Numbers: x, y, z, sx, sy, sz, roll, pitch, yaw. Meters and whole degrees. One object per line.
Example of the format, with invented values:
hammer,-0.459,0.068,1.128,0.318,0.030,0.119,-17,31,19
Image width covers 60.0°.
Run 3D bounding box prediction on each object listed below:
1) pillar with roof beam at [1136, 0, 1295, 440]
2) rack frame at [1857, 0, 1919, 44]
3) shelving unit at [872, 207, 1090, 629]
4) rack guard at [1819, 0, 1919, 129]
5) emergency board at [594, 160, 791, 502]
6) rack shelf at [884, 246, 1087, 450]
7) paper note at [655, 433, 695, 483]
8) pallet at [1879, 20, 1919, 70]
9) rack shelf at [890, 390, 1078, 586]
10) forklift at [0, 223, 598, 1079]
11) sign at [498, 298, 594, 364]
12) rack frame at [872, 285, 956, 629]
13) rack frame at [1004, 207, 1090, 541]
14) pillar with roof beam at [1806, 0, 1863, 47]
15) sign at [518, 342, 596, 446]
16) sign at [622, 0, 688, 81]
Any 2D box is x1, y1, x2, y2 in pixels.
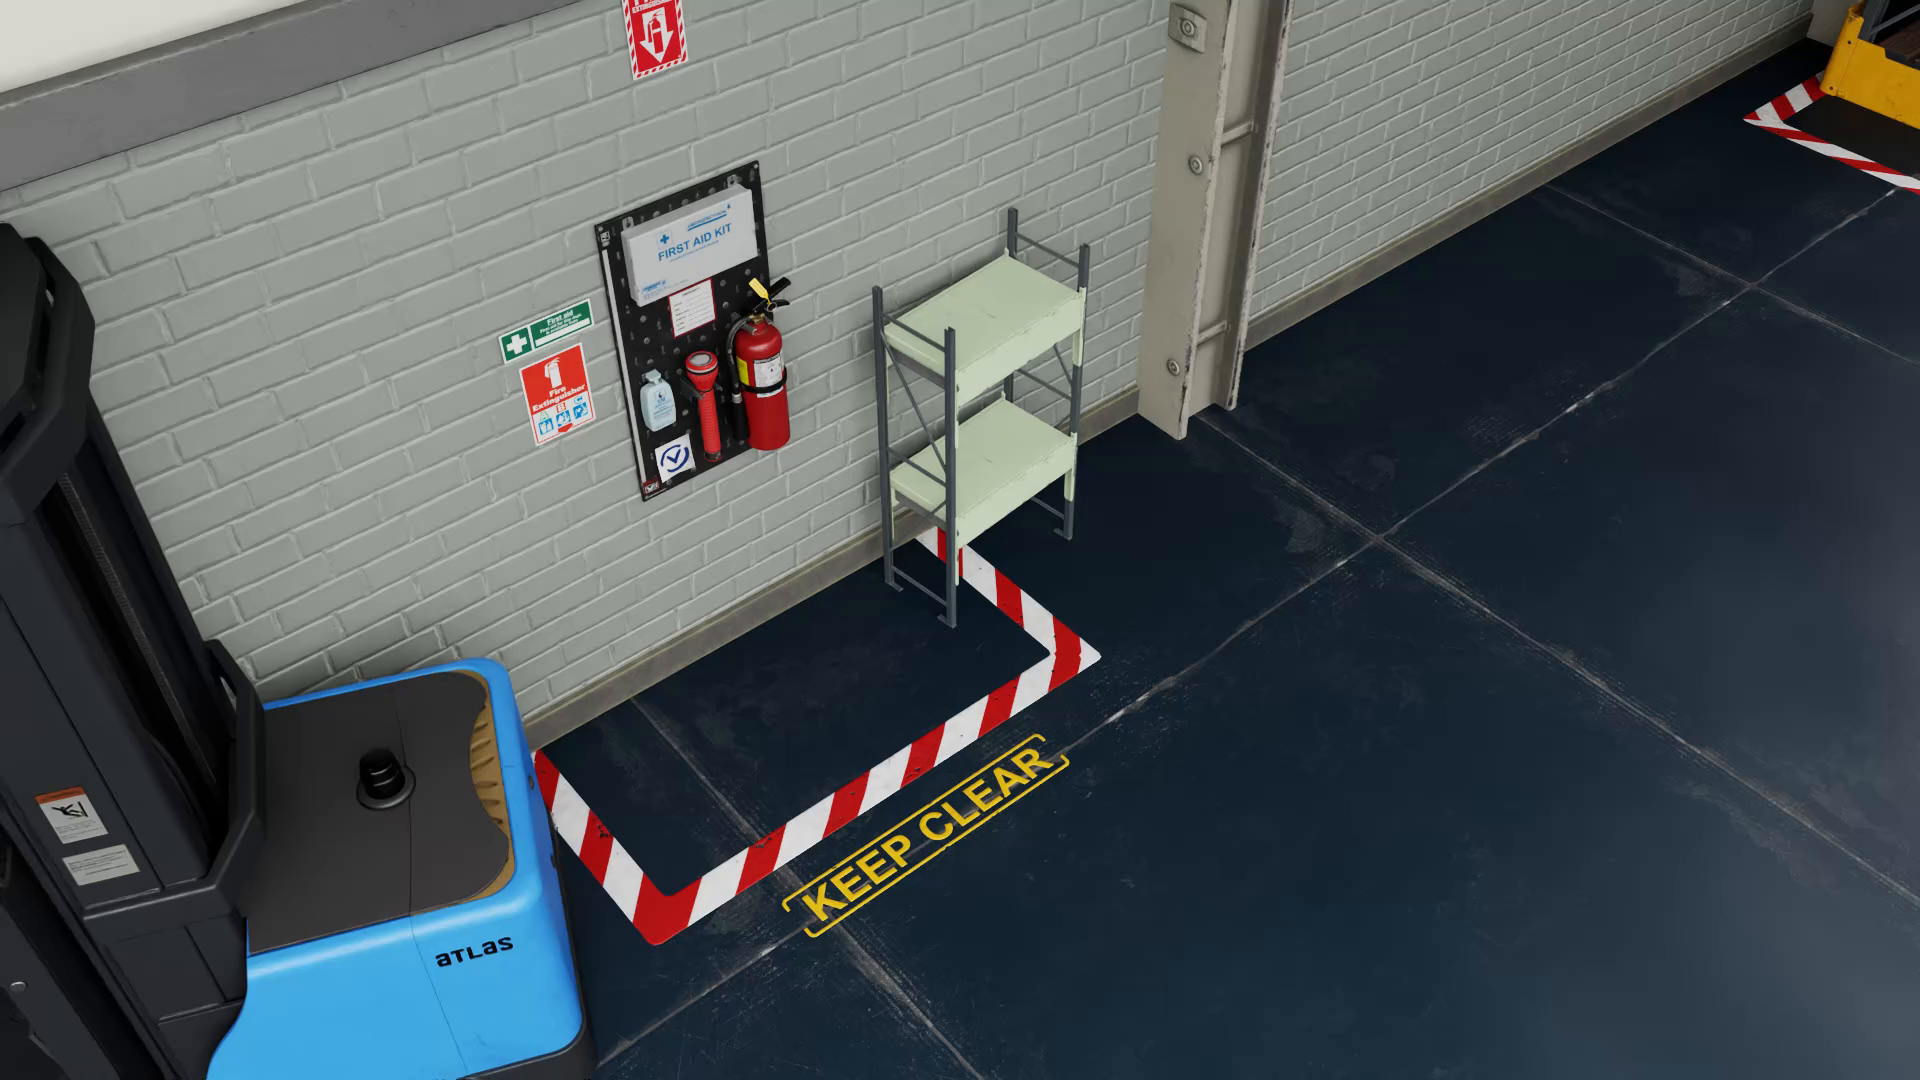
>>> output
pillar with roof beam,3.832,-1.651,2.435,0.400,9.000,9.100,-30,51,-28
rack frame,5.691,-3.599,8.891,0.127,3.000,1.000,-30,51,-28
shelving unit,0.085,-0.462,6.646,0.431,1.500,0.755,33,52,30
rack guard,5.749,-2.721,9.782,0.348,0.500,1.175,-30,51,-28
emergency board,-0.850,-0.660,5.761,0.643,1.169,0.194,-30,51,-28
rack shelf,0.085,-0.746,6.379,0.431,0.370,0.720,33,52,30
paper note,-1.030,-0.297,6.019,0.142,0.148,0.016,-30,51,-28
pallet,6.395,-2.954,10.241,1.213,0.211,1.003,-30,51,-28
rack shelf,0.085,-0.224,6.869,0.431,0.370,0.720,33,52,30
forklift,-2.742,0.693,4.371,3.031,2.935,1.130,-12,45,-13
sign,-1.331,-0.674,5.364,0.331,0.109,0.001,-30,51,-28
rack frame,-0.168,-0.280,6.453,0.400,1.500,0.023,33,52,30
rack frame,0.337,-0.643,6.839,0.400,1.500,0.023,33,52,30
pillar with roof beam,8.435,-4.287,5.241,0.400,9.000,9.100,-30,51,-28
sign,-1.340,-0.484,5.548,0.234,0.329,0.001,-30,51,-28
sign,-0.920,-1.553,5.020,0.199,0.298,0.001,-30,51,-28
